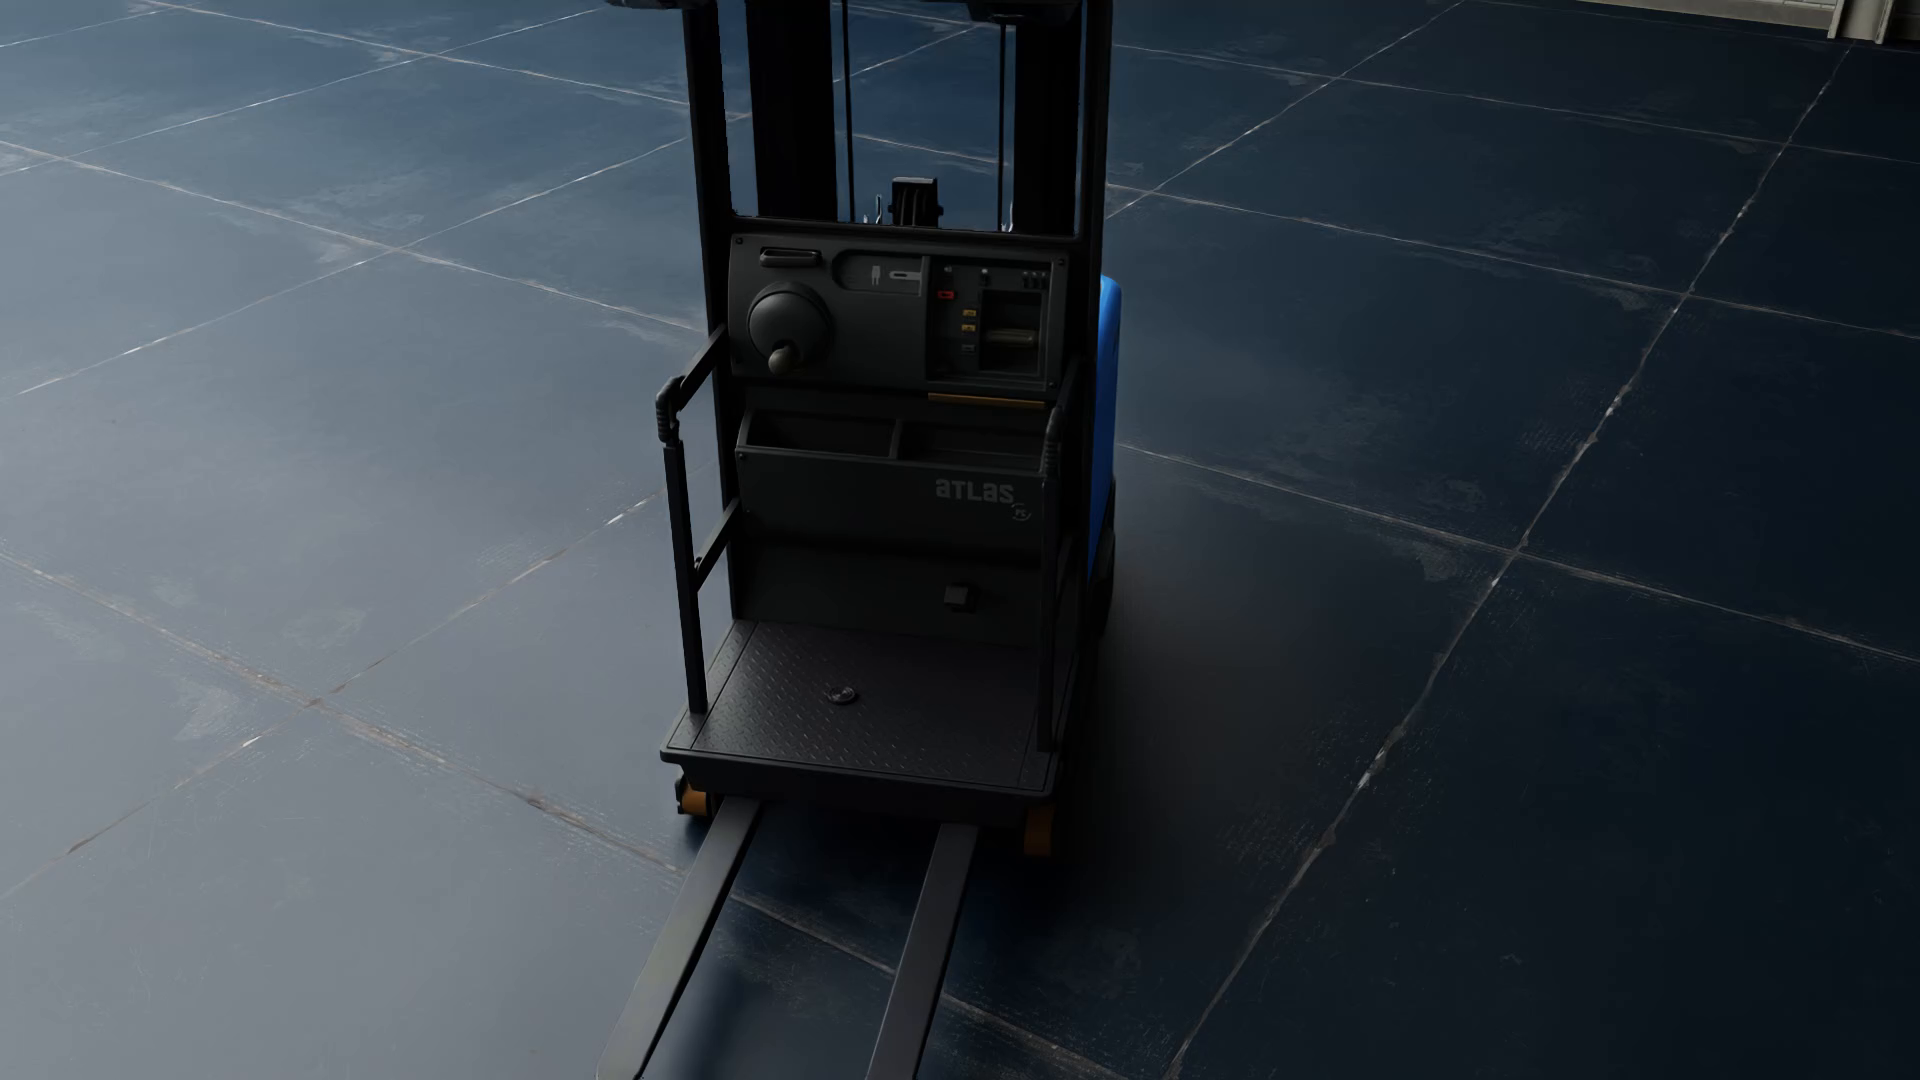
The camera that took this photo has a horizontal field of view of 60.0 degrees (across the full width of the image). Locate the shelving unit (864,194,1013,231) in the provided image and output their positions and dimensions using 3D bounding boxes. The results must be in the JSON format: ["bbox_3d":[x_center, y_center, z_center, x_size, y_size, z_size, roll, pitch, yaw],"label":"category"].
[{"bbox_3d":[-0.067,-0.655,6.181,0.503,1.200,0.258,5,31,9],"label":"shelving unit"}]

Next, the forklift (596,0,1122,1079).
[{"bbox_3d":[-0.209,-0.565,4.311,1.130,2.935,3.031,5,31,9],"label":"forklift"}]

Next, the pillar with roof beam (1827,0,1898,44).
[{"bbox_3d":[4.723,-5.981,7.572,0.400,9.000,9.100,18,35,27],"label":"pillar with roof beam"}]

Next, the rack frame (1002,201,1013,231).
[{"bbox_3d":[0.173,-0.633,6.145,0.015,1.200,0.240,5,31,9],"label":"rack frame"}]

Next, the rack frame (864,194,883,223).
[{"bbox_3d":[-0.308,-0.676,6.218,0.015,1.200,0.240,5,31,9],"label":"rack frame"}]
